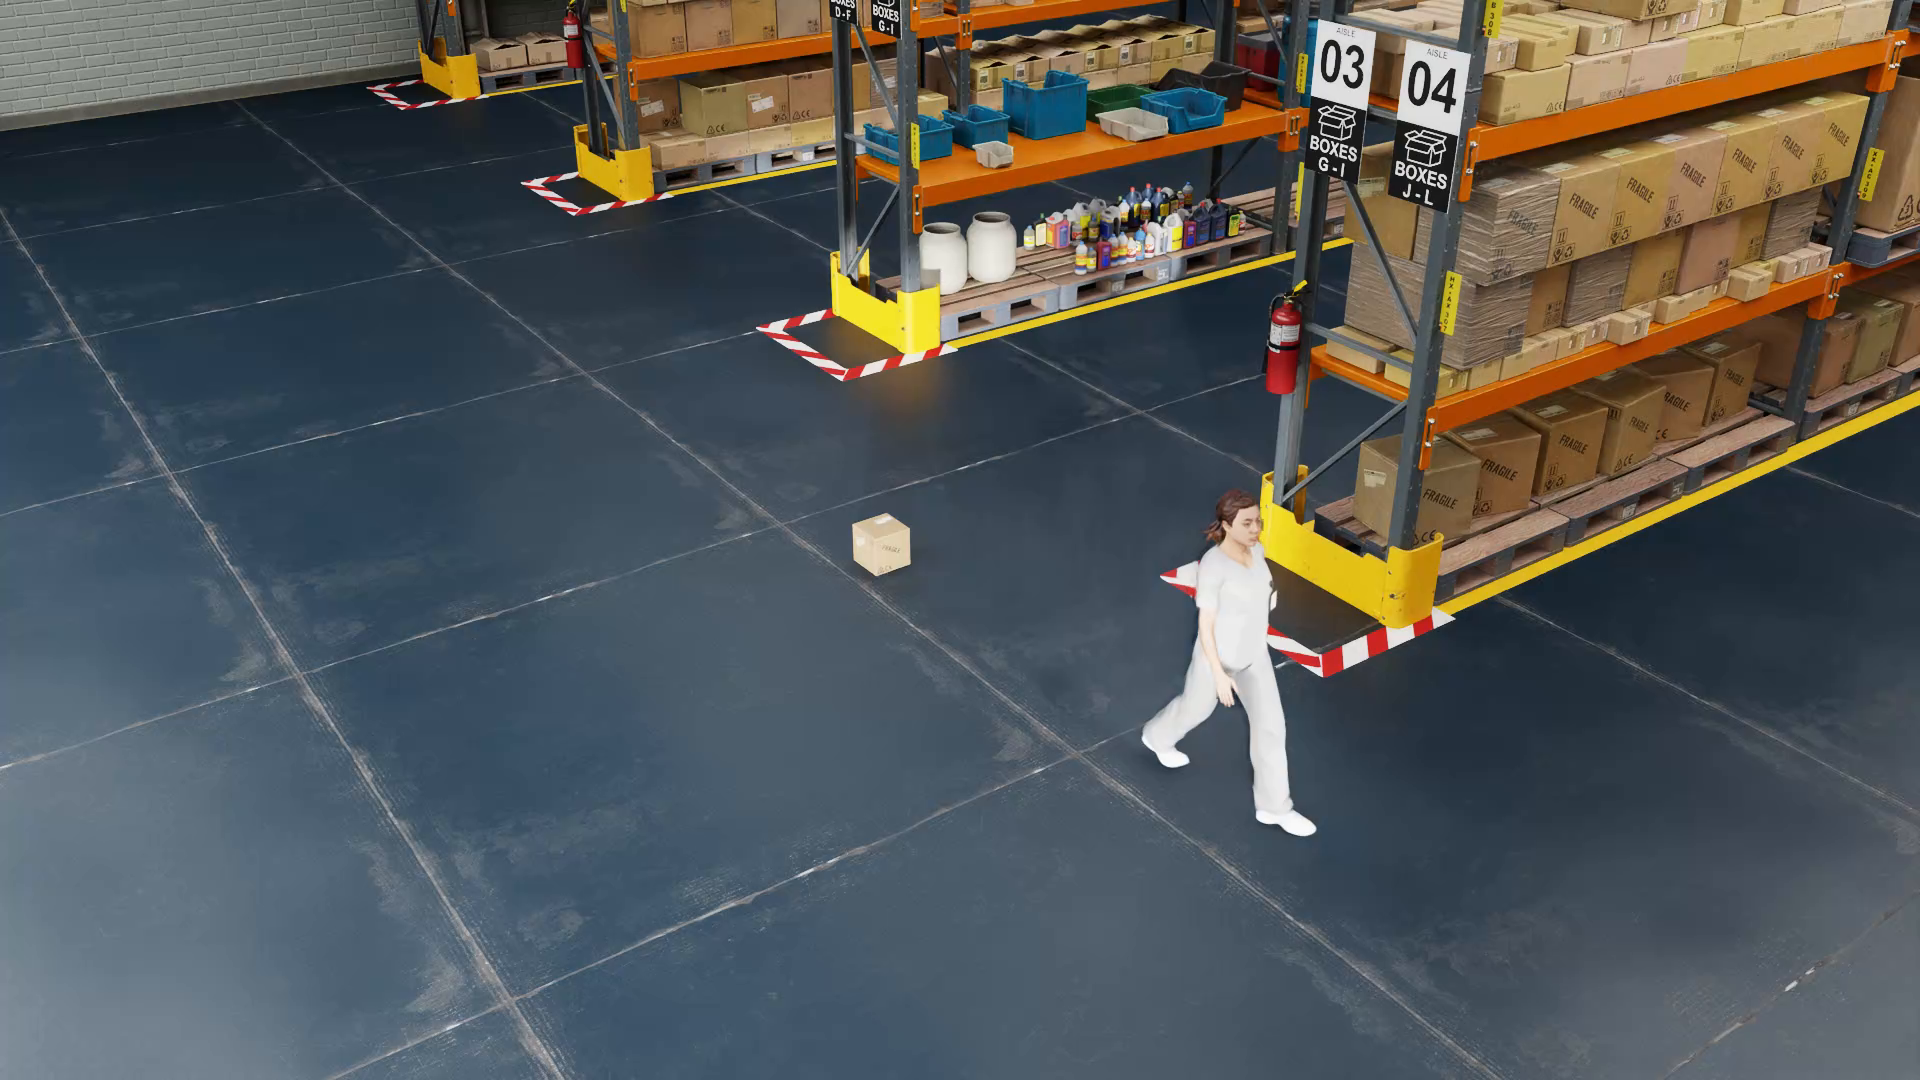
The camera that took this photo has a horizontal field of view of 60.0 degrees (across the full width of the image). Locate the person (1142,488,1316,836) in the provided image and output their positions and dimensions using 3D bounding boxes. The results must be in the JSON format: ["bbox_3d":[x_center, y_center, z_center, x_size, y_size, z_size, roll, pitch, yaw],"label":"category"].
[{"bbox_3d":[1.255,0.529,7.661,0.460,1.622,1.020,-20,34,-32],"label":"person"}]
